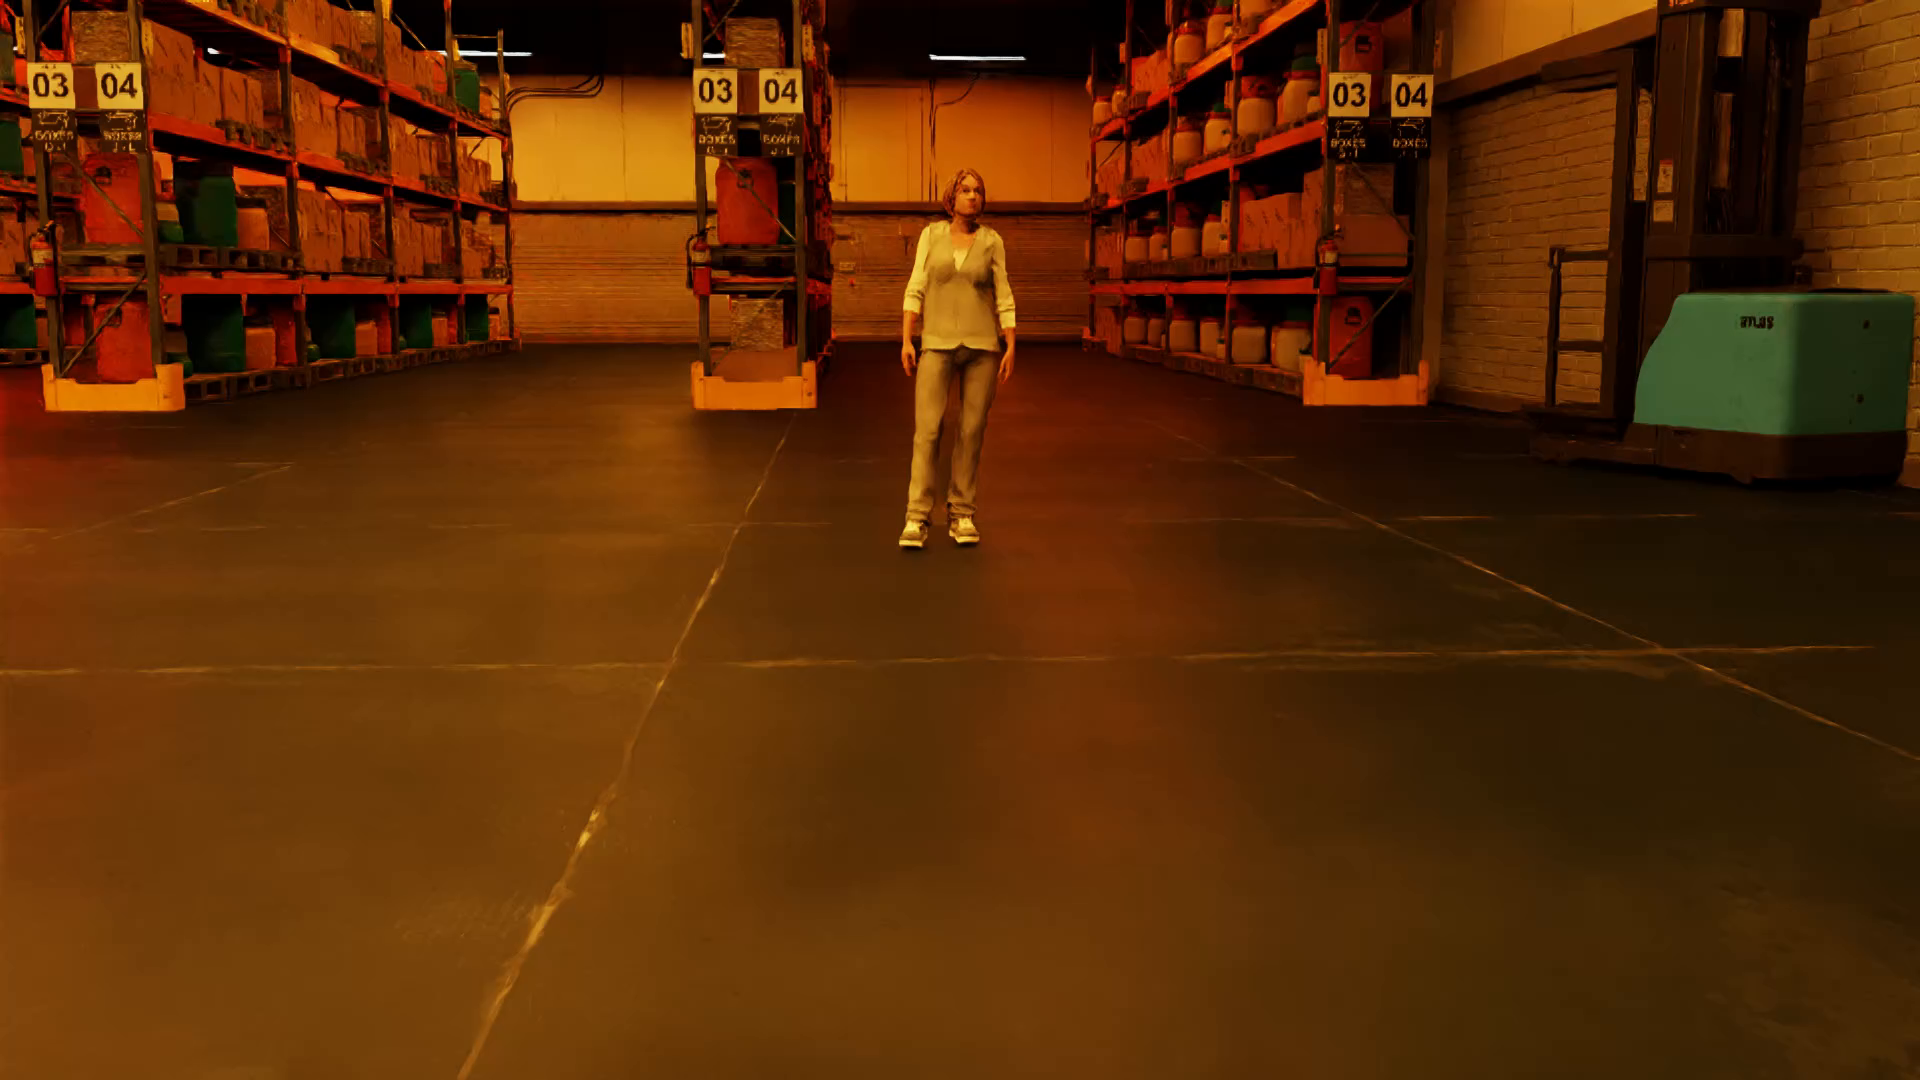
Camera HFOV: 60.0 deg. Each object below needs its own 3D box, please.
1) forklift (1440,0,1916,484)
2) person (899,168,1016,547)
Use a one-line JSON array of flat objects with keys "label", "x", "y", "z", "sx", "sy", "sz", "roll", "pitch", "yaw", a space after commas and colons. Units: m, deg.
[{"label": "forklift", "x": 4.308, "y": -1.936, "z": 10.366, "sx": 1.130, "sy": 2.935, "sz": 3.031, "roll": -4, "pitch": 9, "yaw": -23}, {"label": "person", "x": -0.009, "y": -0.786, "z": 7.118, "sx": 0.521, "sy": 1.597, "sz": 0.474, "roll": -1, "pitch": 8, "yaw": -4}]
